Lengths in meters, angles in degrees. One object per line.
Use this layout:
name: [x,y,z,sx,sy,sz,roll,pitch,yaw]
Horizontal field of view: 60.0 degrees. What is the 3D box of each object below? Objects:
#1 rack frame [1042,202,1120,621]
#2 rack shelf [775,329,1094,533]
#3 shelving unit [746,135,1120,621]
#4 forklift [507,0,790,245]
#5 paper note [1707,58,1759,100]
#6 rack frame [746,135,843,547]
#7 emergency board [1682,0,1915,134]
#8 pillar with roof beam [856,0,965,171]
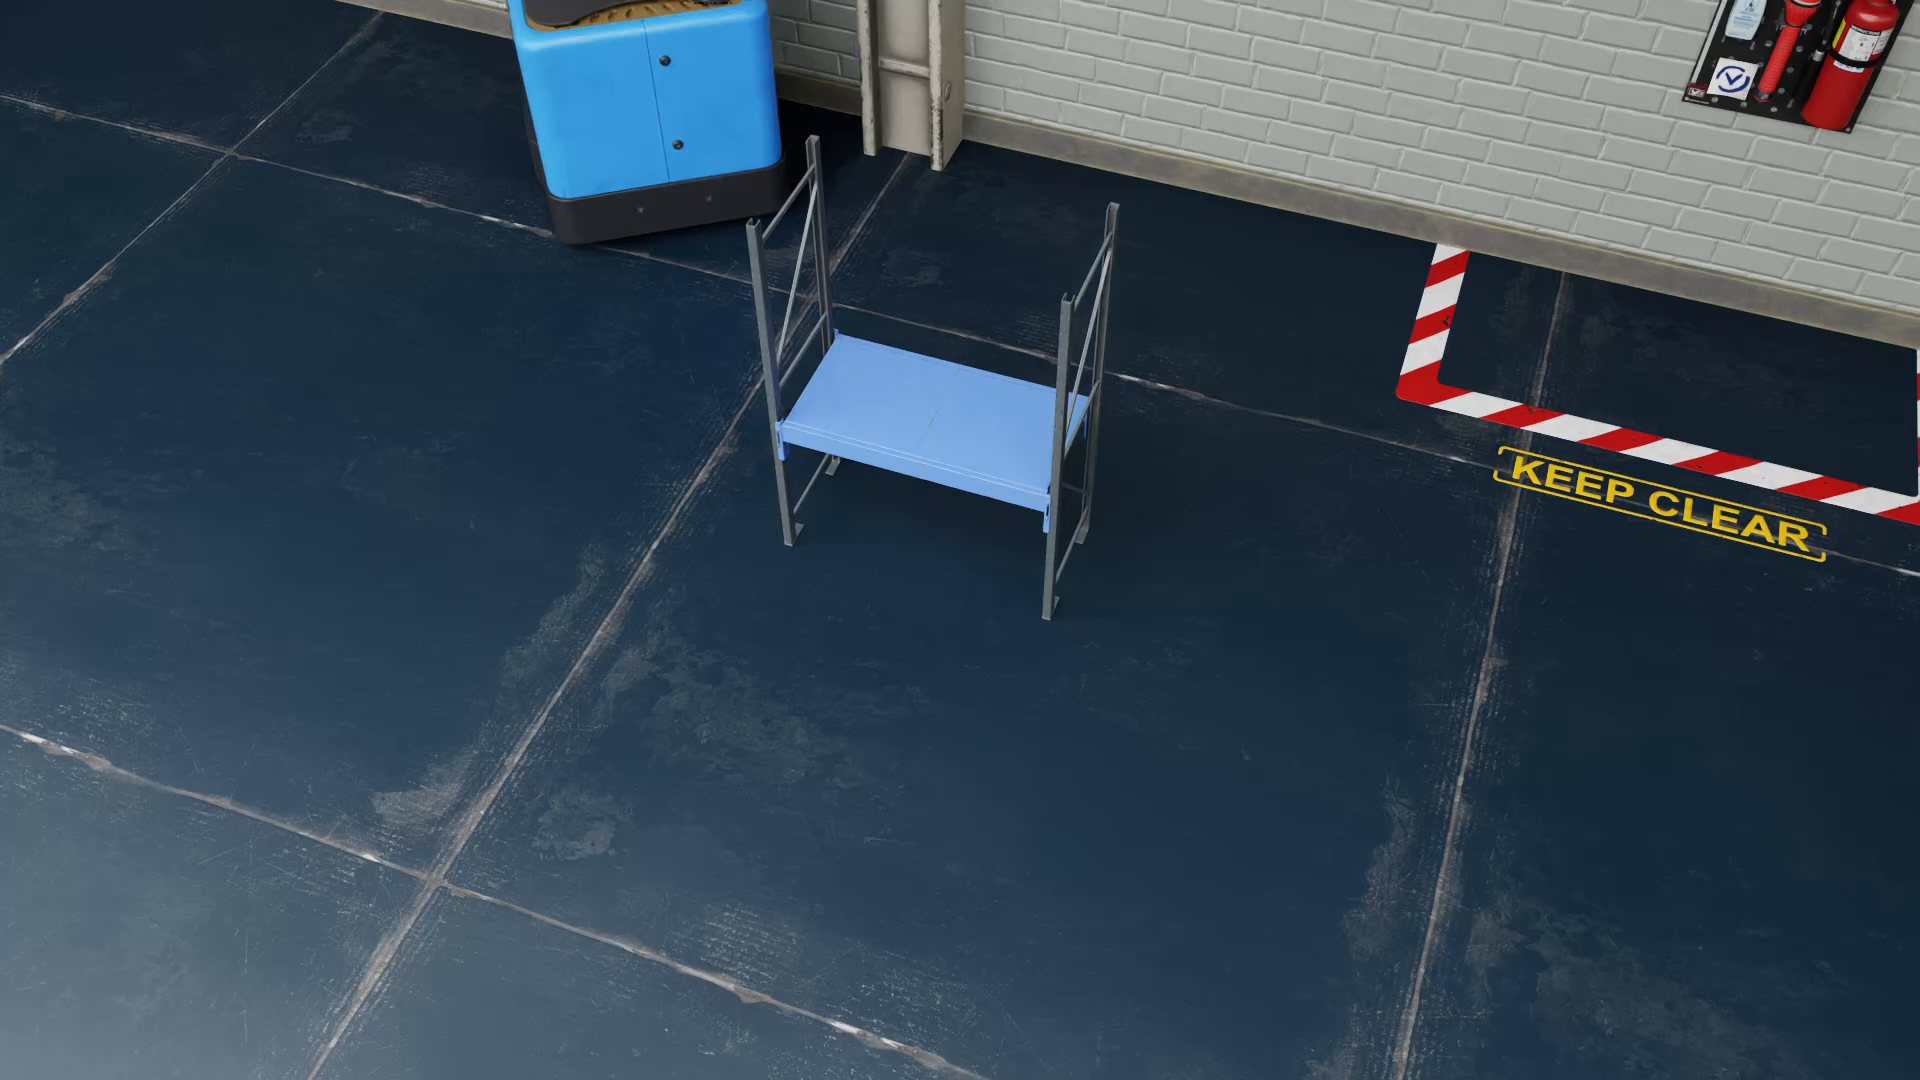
rack frame: [0.397,-0.380,5.587,0.032,1.500,0.500,16,51,13]
rack shelf: [-0.080,-0.396,5.839,1.000,0.185,0.538,16,51,13]
shelving unit: [-0.080,-0.514,5.703,1.048,1.500,0.538,16,51,13]
forklift: [-1.639,-3.394,7.252,1.130,2.935,3.031,-11,50,-10]
paper note: [2.965,-1.769,6.381,0.142,0.148,0.016,16,51,13]
rack frame: [-0.557,-0.647,5.818,0.032,1.500,0.500,16,51,13]
emergency board: [3.107,-1.962,5.965,0.643,1.169,0.194,16,51,13]
pillar with roof beam: [-1.708,-1.772,1.831,0.400,9.000,9.100,16,51,13]
